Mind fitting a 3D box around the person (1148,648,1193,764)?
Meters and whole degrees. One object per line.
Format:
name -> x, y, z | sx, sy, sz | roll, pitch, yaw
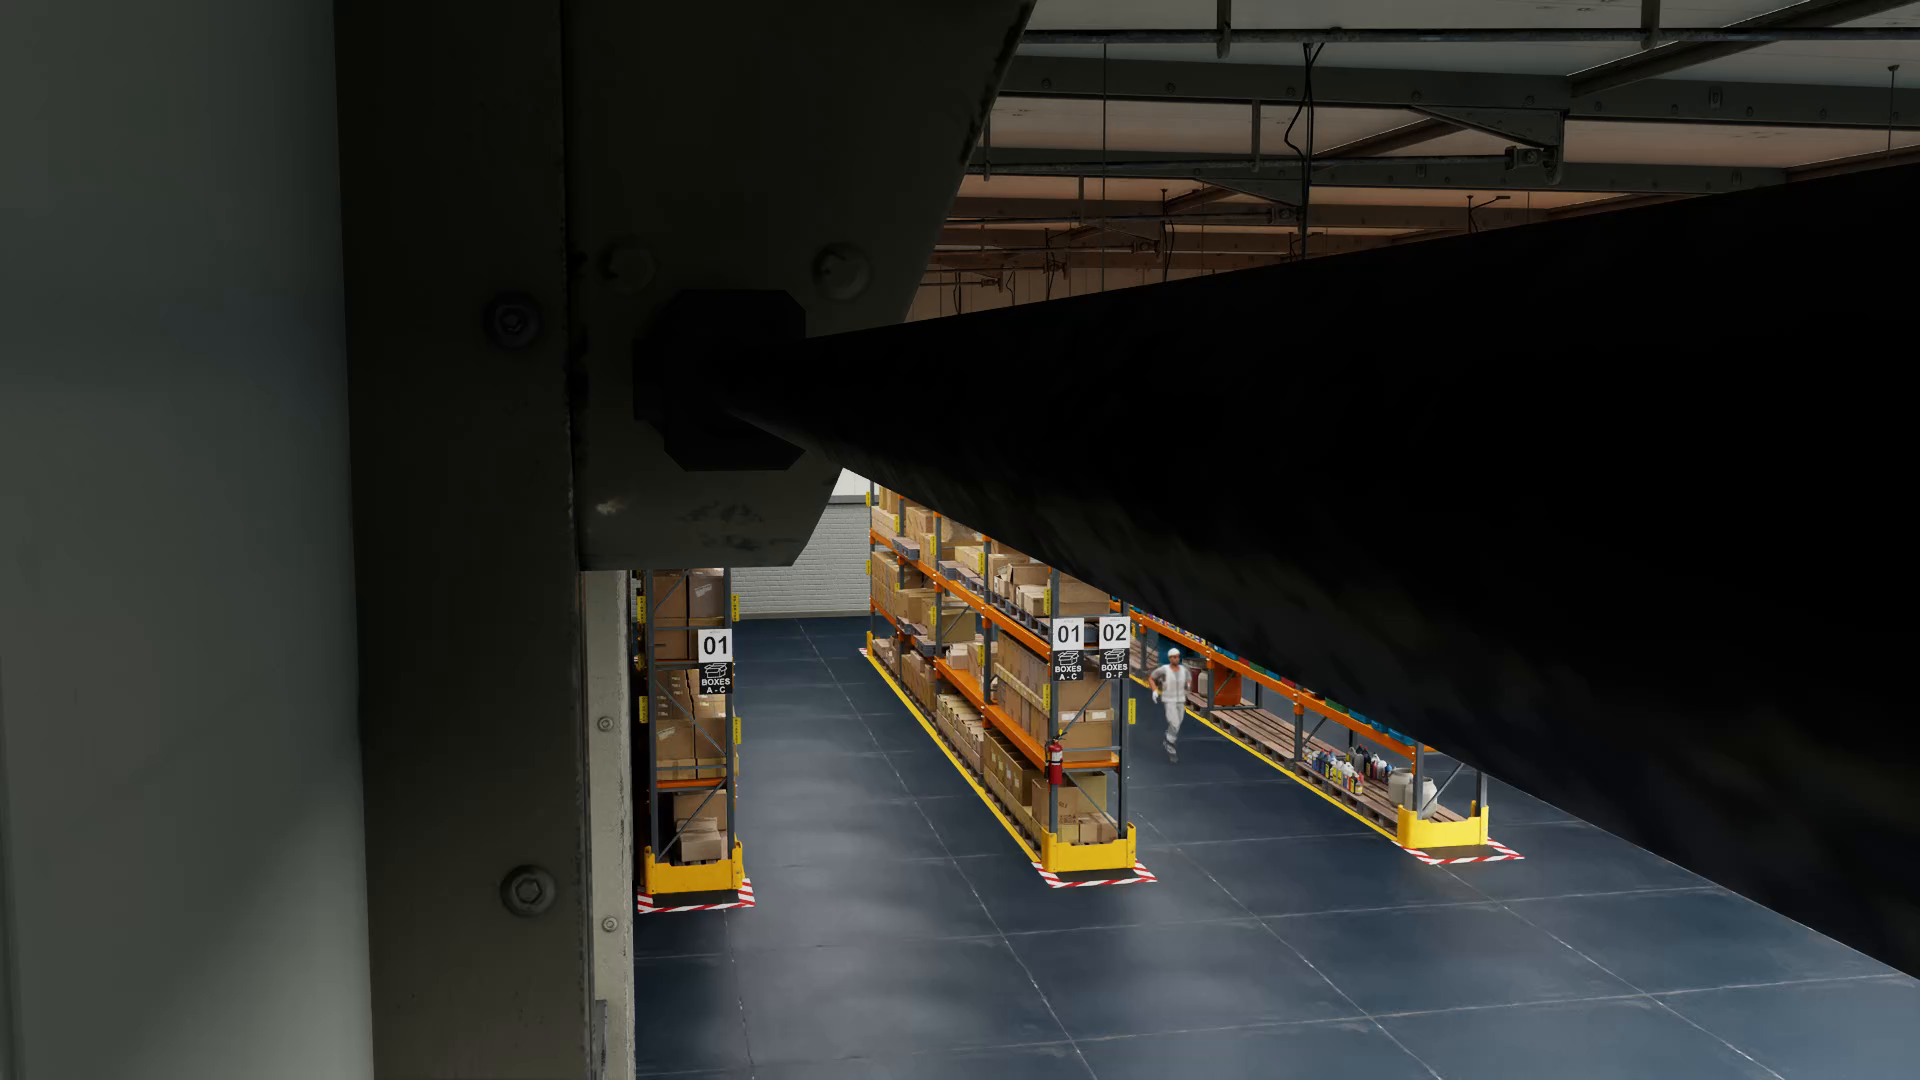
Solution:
person -> 3.426, 2.653, 26.722 | 0.643, 1.846, 0.774 | -3, 7, -25
